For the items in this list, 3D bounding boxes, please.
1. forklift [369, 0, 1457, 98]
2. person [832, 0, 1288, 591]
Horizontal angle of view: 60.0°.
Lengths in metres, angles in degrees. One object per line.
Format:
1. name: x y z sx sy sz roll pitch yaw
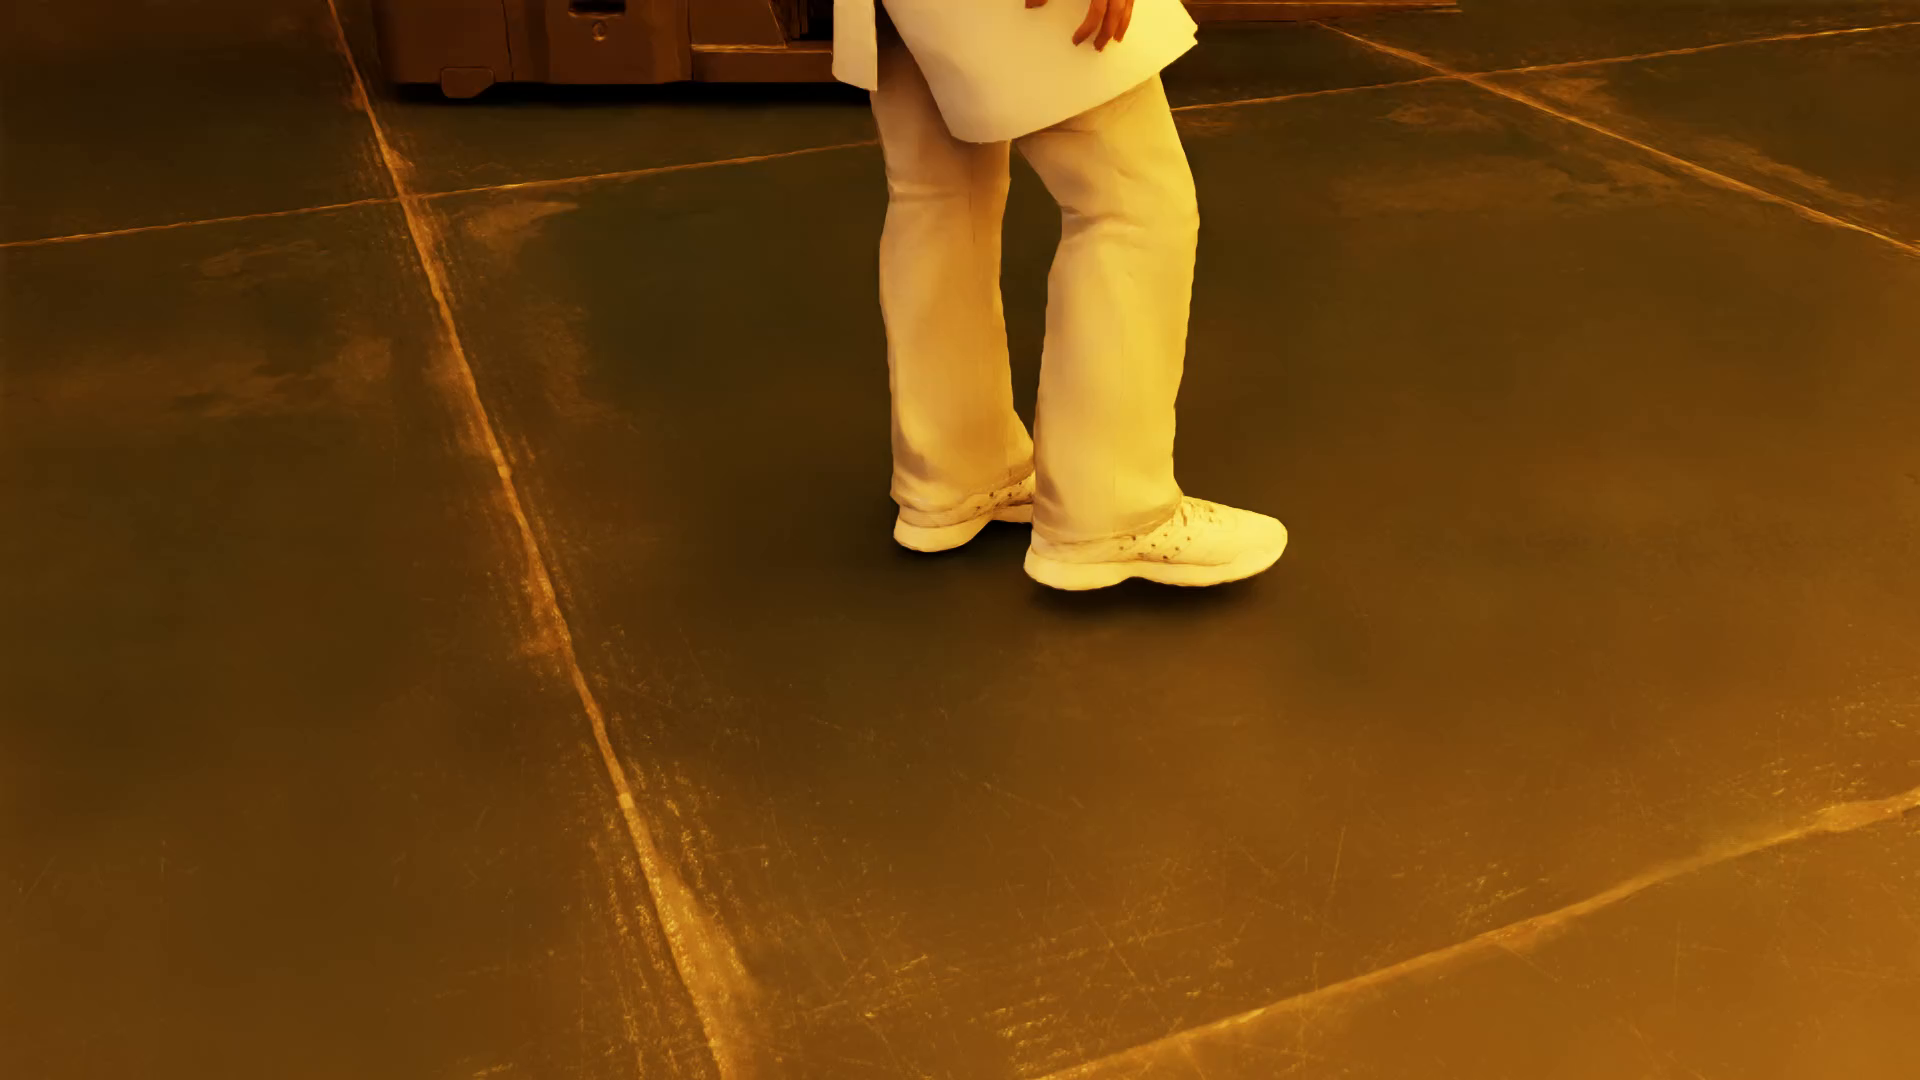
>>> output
1. forklift: -0.109 -2.745 4.358 3.031 2.935 1.130 -1 30 -2
2. person: 0.082 -0.794 2.080 0.582 1.775 0.694 -11 32 -19
